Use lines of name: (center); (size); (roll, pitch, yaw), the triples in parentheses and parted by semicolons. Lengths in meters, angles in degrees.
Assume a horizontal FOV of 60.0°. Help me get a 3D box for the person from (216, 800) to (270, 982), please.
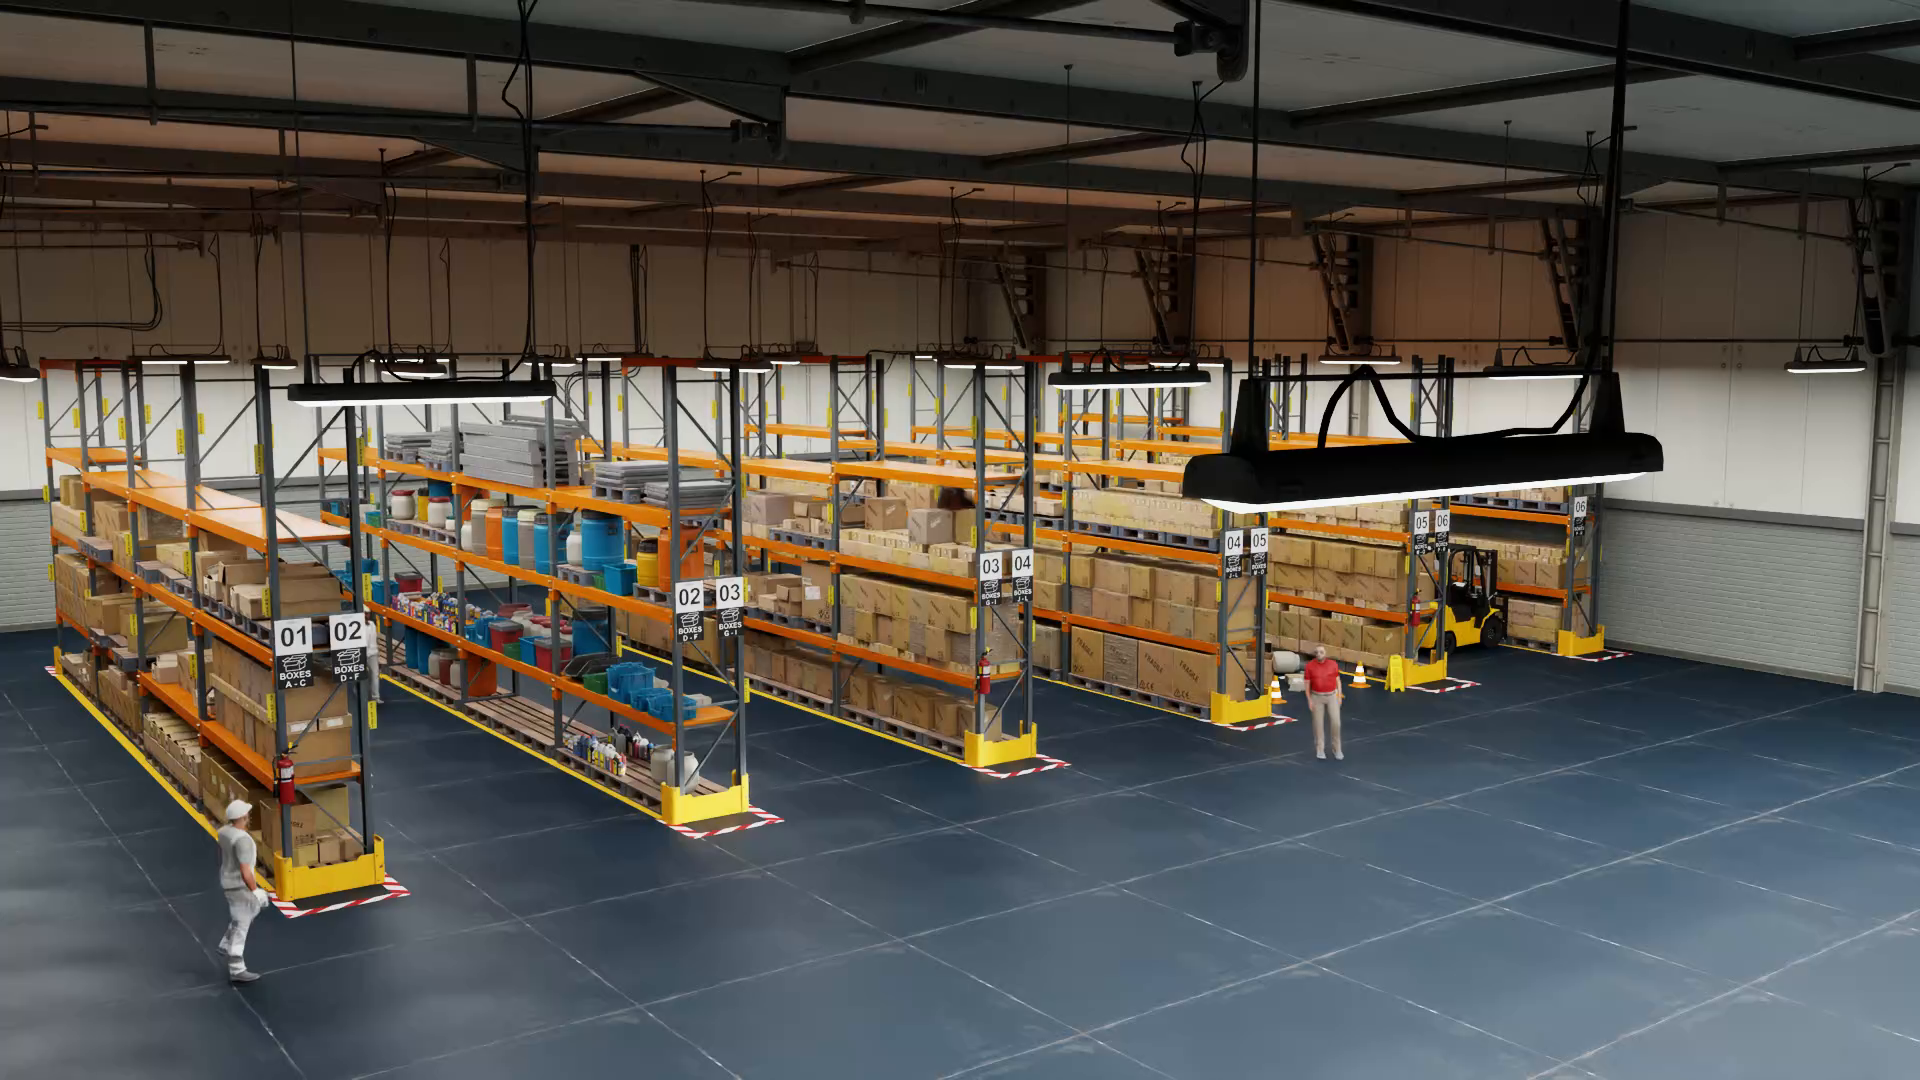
person: (-7.183, 3.458, 16.605); (0.514, 1.790, 0.677); (-3, 8, -26)

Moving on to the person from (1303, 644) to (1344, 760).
person: (5.538, 2.458, 25.297); (0.625, 1.776, 0.386); (0, 7, 3)

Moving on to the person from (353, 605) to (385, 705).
person: (-10.380, 2.003, 29.007); (0.557, 1.730, 1.022); (-4, 8, -32)
